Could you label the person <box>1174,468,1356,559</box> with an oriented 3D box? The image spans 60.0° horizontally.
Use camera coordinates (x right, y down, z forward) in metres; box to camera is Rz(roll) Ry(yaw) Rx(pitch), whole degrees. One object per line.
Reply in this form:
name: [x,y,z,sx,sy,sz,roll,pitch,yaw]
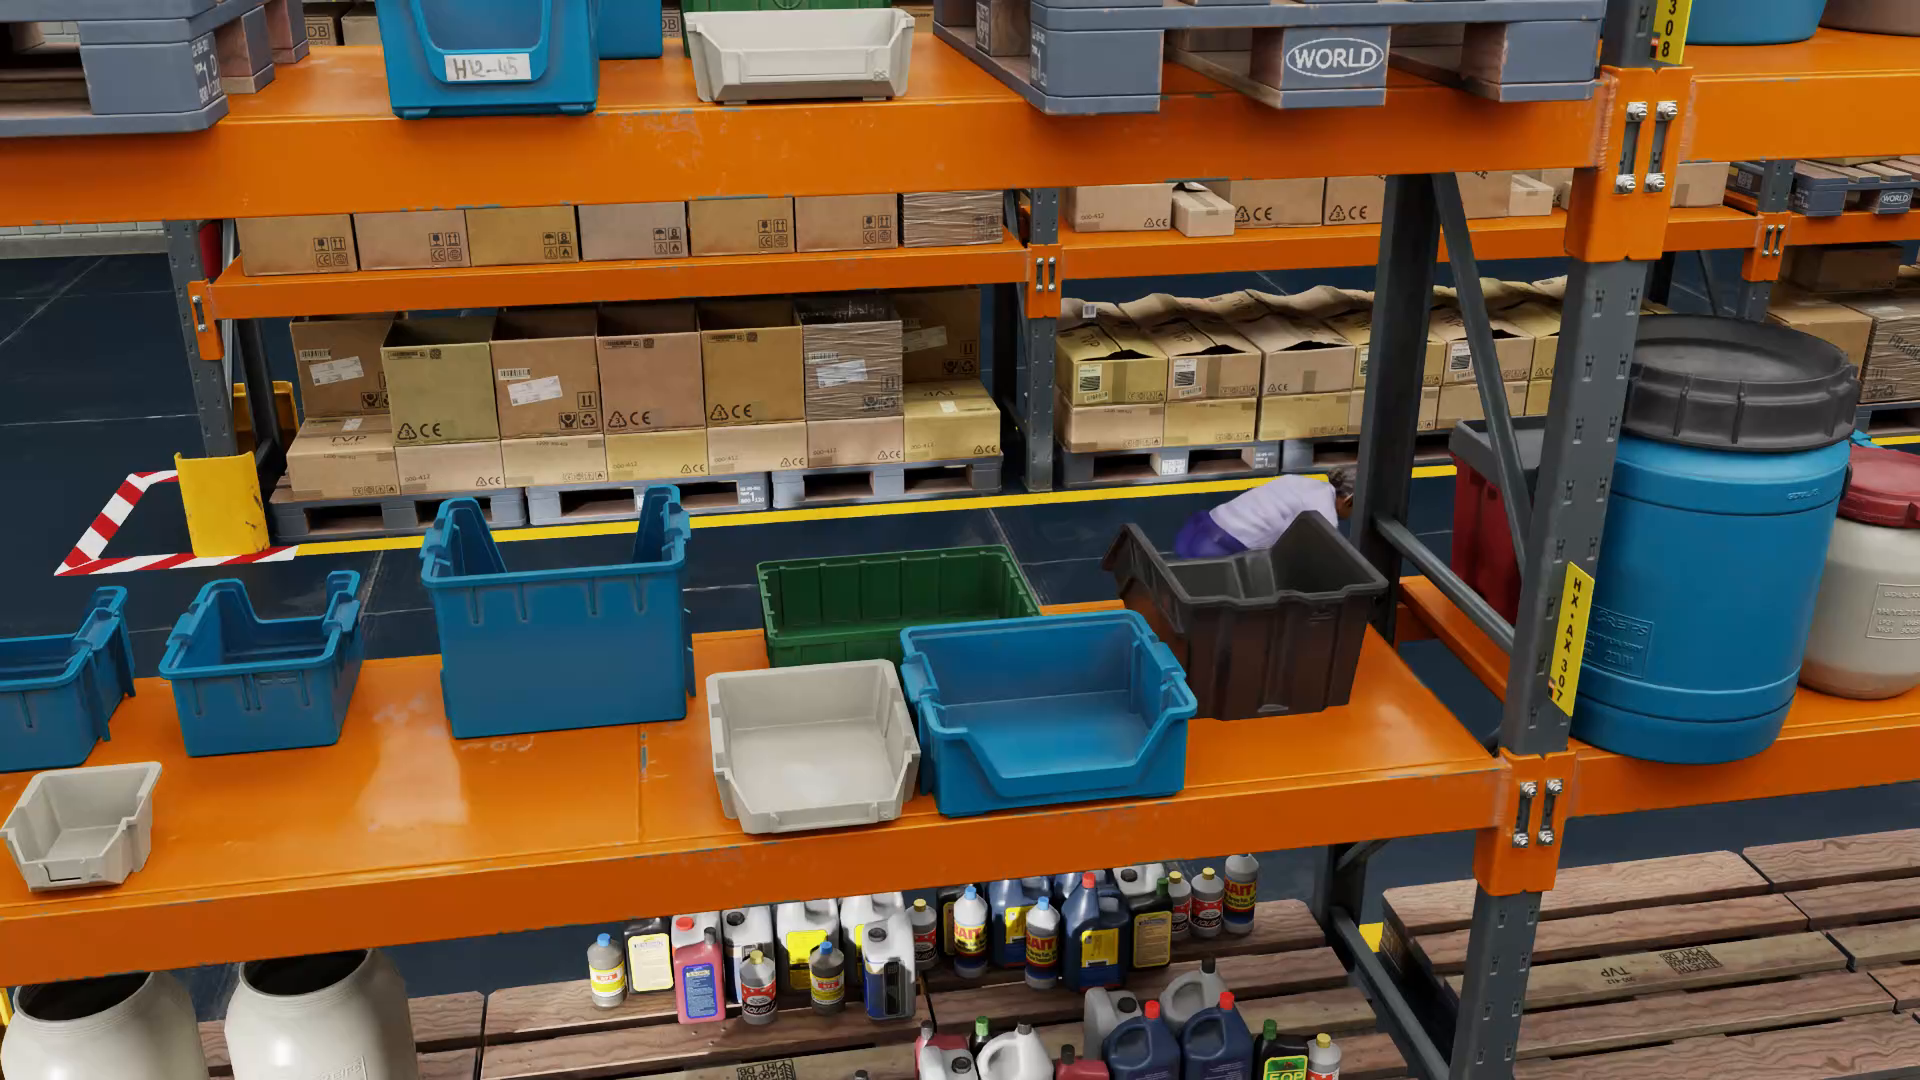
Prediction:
person: [1.346,0.091,7.099,0.869,0.777,0.500,-5,24,-11]
